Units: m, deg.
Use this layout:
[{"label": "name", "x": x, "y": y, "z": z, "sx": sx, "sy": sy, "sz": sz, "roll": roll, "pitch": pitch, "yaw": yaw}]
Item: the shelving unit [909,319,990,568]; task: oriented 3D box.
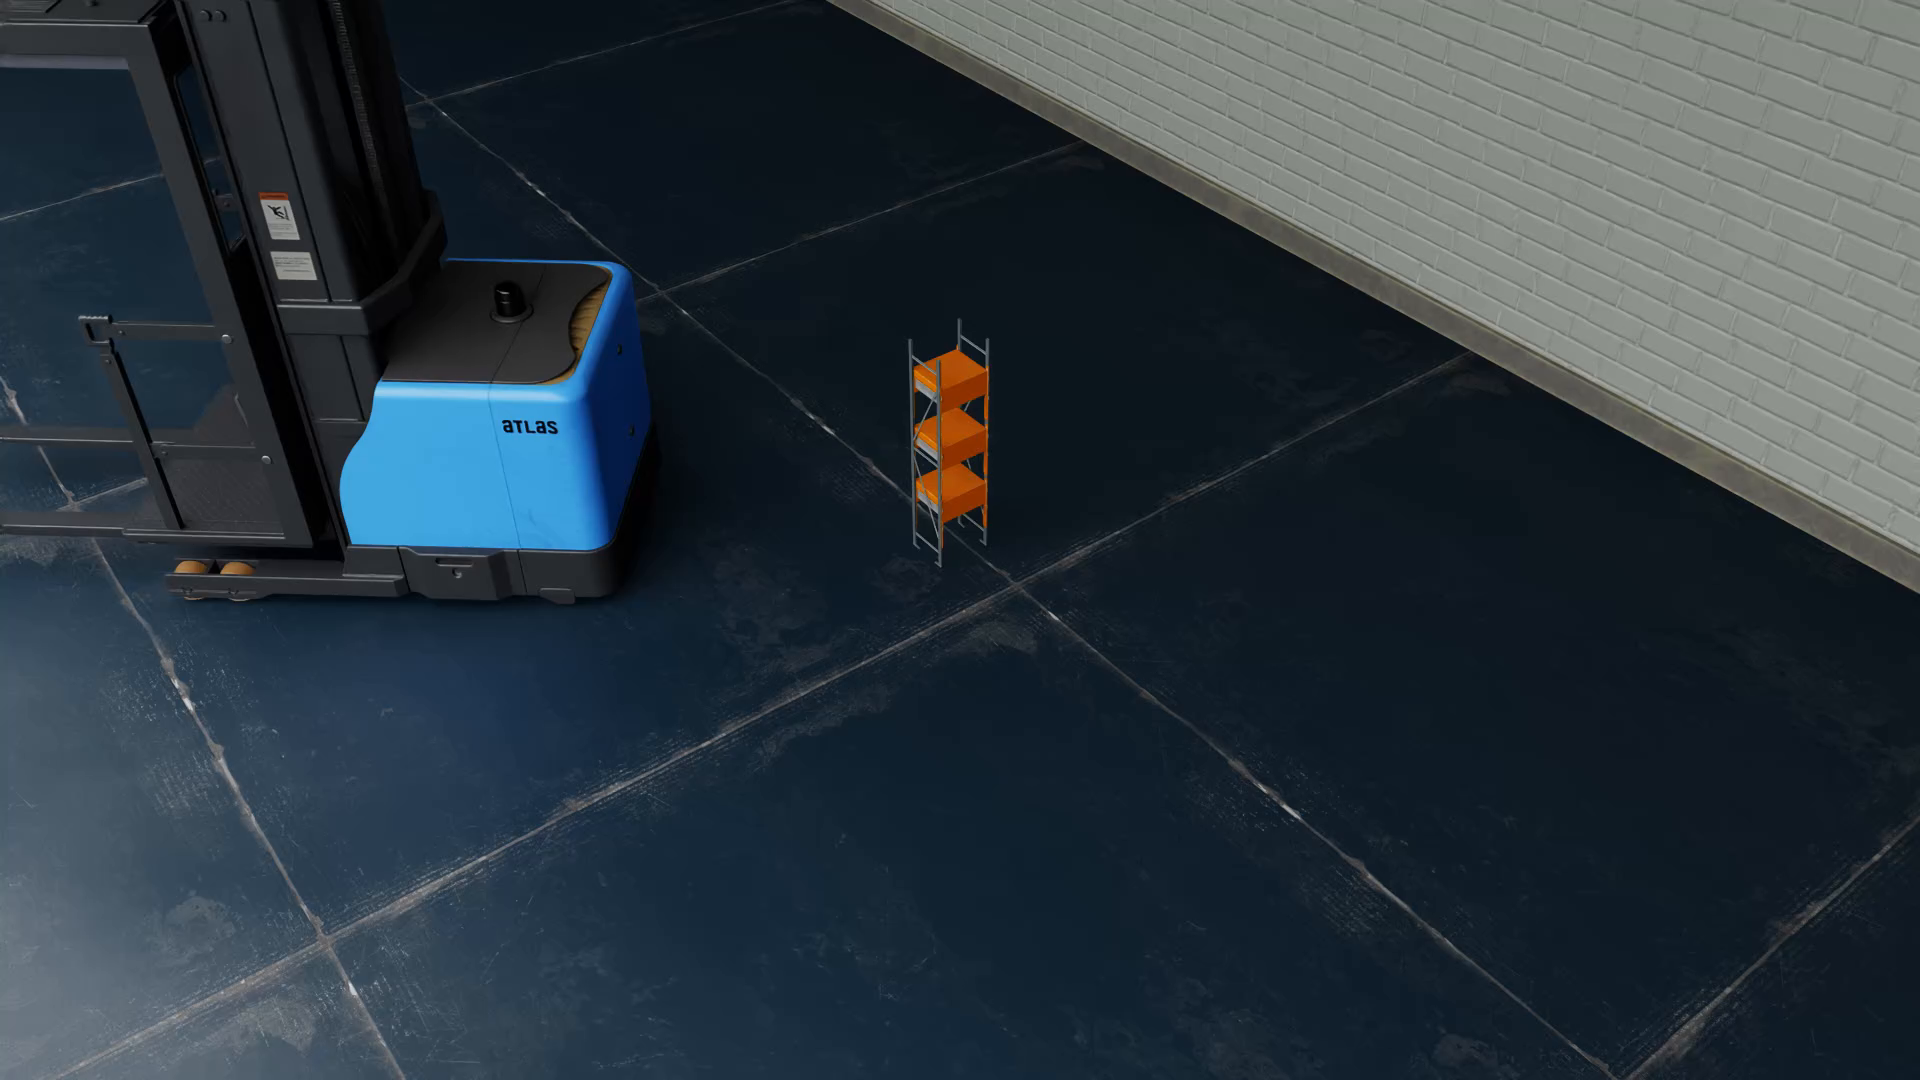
[{"label": "shelving unit", "x": -0.042, "y": -0.385, "z": 6.892, "sx": 0.252, "sy": 1.050, "sz": 0.215, "roll": -26, "pitch": 46, "yaw": -28}]

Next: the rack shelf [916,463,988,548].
[{"label": "rack shelf", "x": -0.042, "y": -0.162, "z": 7.075, "sx": 0.240, "sy": 0.259, "sz": 0.215, "roll": -26, "pitch": 46, "yaw": -28}]

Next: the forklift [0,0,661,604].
[{"label": "forklift", "x": -2.895, "y": -1.211, "z": 6.415, "sx": 3.031, "sy": 2.935, "sz": 1.130, "roll": 2, "pitch": 39, "yaw": 2}]

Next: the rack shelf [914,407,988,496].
[{"label": "rack shelf", "x": -0.042, "y": -0.377, "z": 6.899, "sx": 0.240, "sy": 0.259, "sz": 0.215, "roll": -26, "pitch": 46, "yaw": -28}]

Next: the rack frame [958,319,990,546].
[{"label": "rack frame", "x": 0.054, "y": -0.432, "z": 6.949, "sx": 0.008, "sy": 1.050, "sz": 0.200, "roll": -26, "pitch": 46, "yaw": -28}]

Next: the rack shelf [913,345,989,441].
[{"label": "rack shelf", "x": -0.042, "y": -0.596, "z": 6.719, "sx": 0.240, "sy": 0.259, "sz": 0.215, "roll": -26, "pitch": 46, "yaw": -28}]

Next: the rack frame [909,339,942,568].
[{"label": "rack frame", "x": -0.139, "y": -0.338, "z": 6.834, "sx": 0.008, "sy": 1.050, "sz": 0.200, "roll": -26, "pitch": 46, "yaw": -28}]
